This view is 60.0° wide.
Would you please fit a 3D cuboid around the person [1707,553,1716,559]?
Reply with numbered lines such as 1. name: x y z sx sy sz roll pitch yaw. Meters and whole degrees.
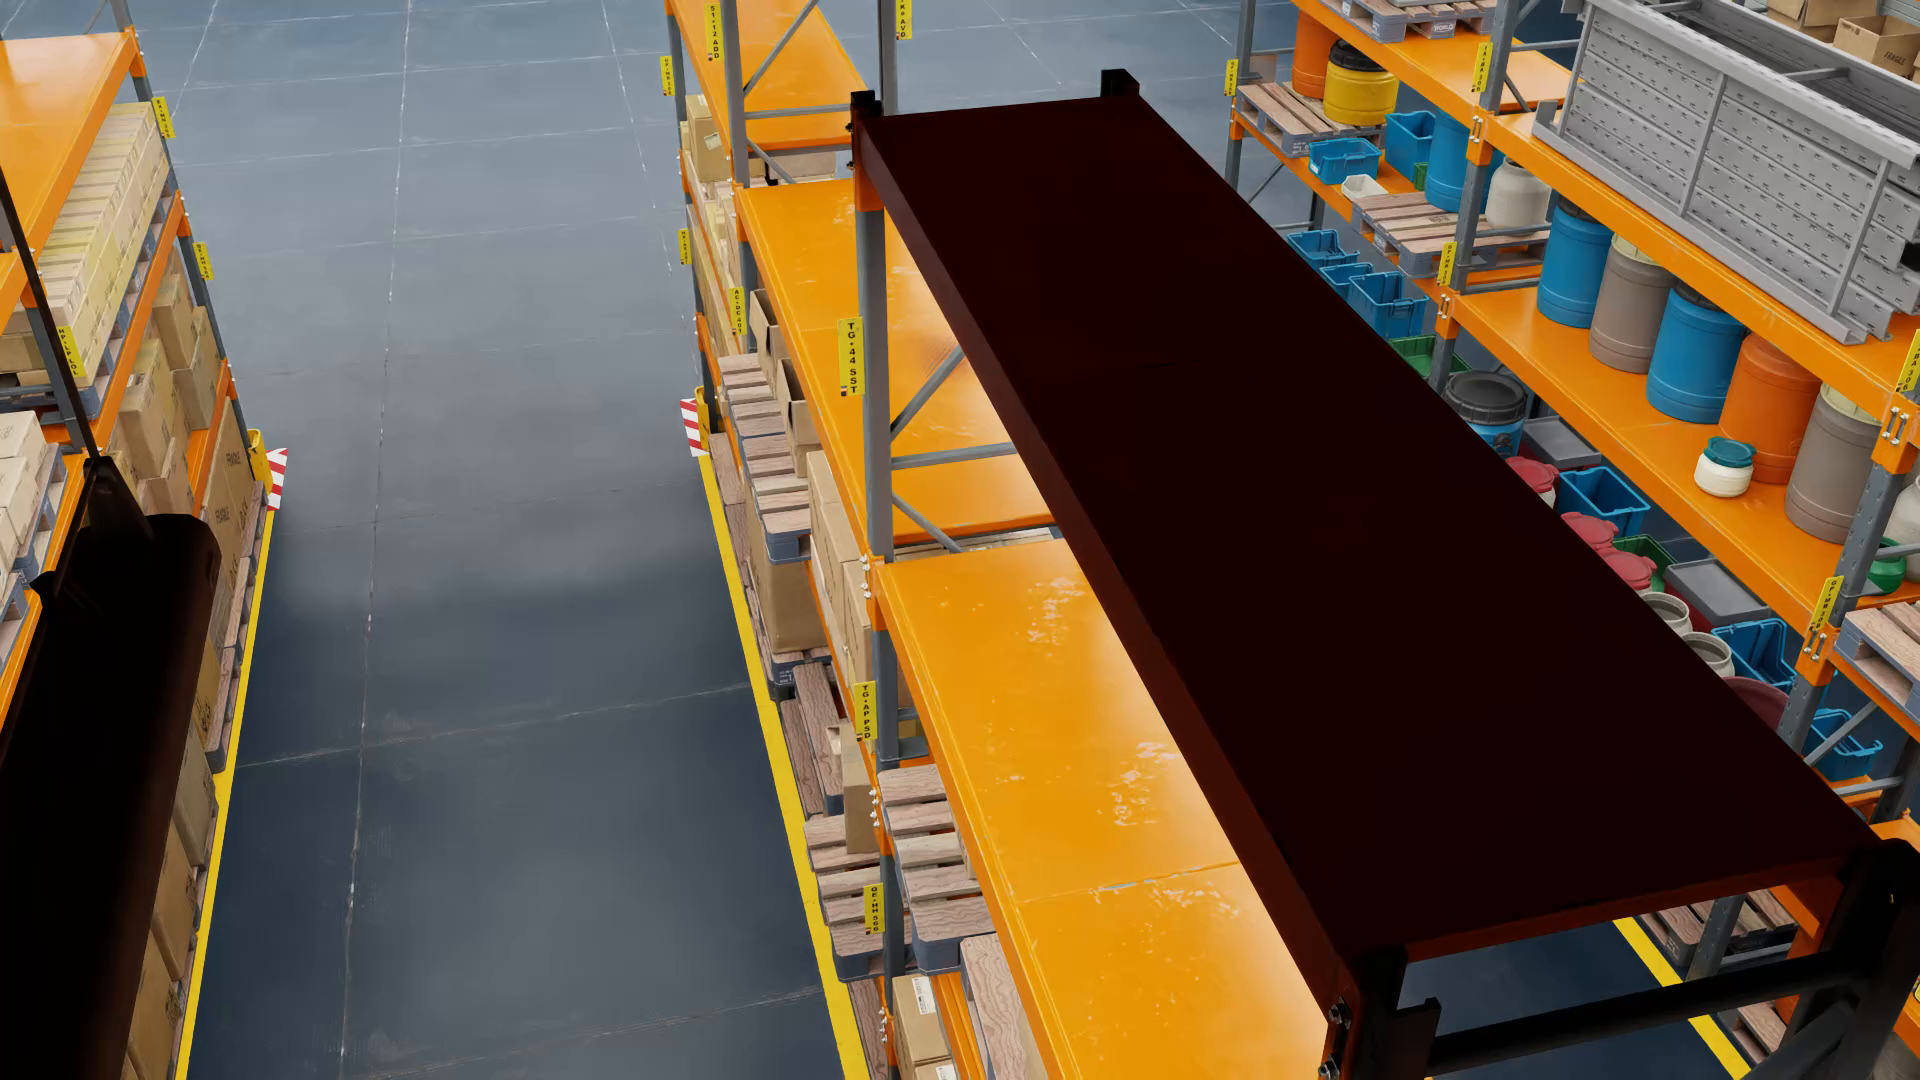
1. person: 5.384 0.529 11.927 0.419 1.735 0.528 16 38 22
